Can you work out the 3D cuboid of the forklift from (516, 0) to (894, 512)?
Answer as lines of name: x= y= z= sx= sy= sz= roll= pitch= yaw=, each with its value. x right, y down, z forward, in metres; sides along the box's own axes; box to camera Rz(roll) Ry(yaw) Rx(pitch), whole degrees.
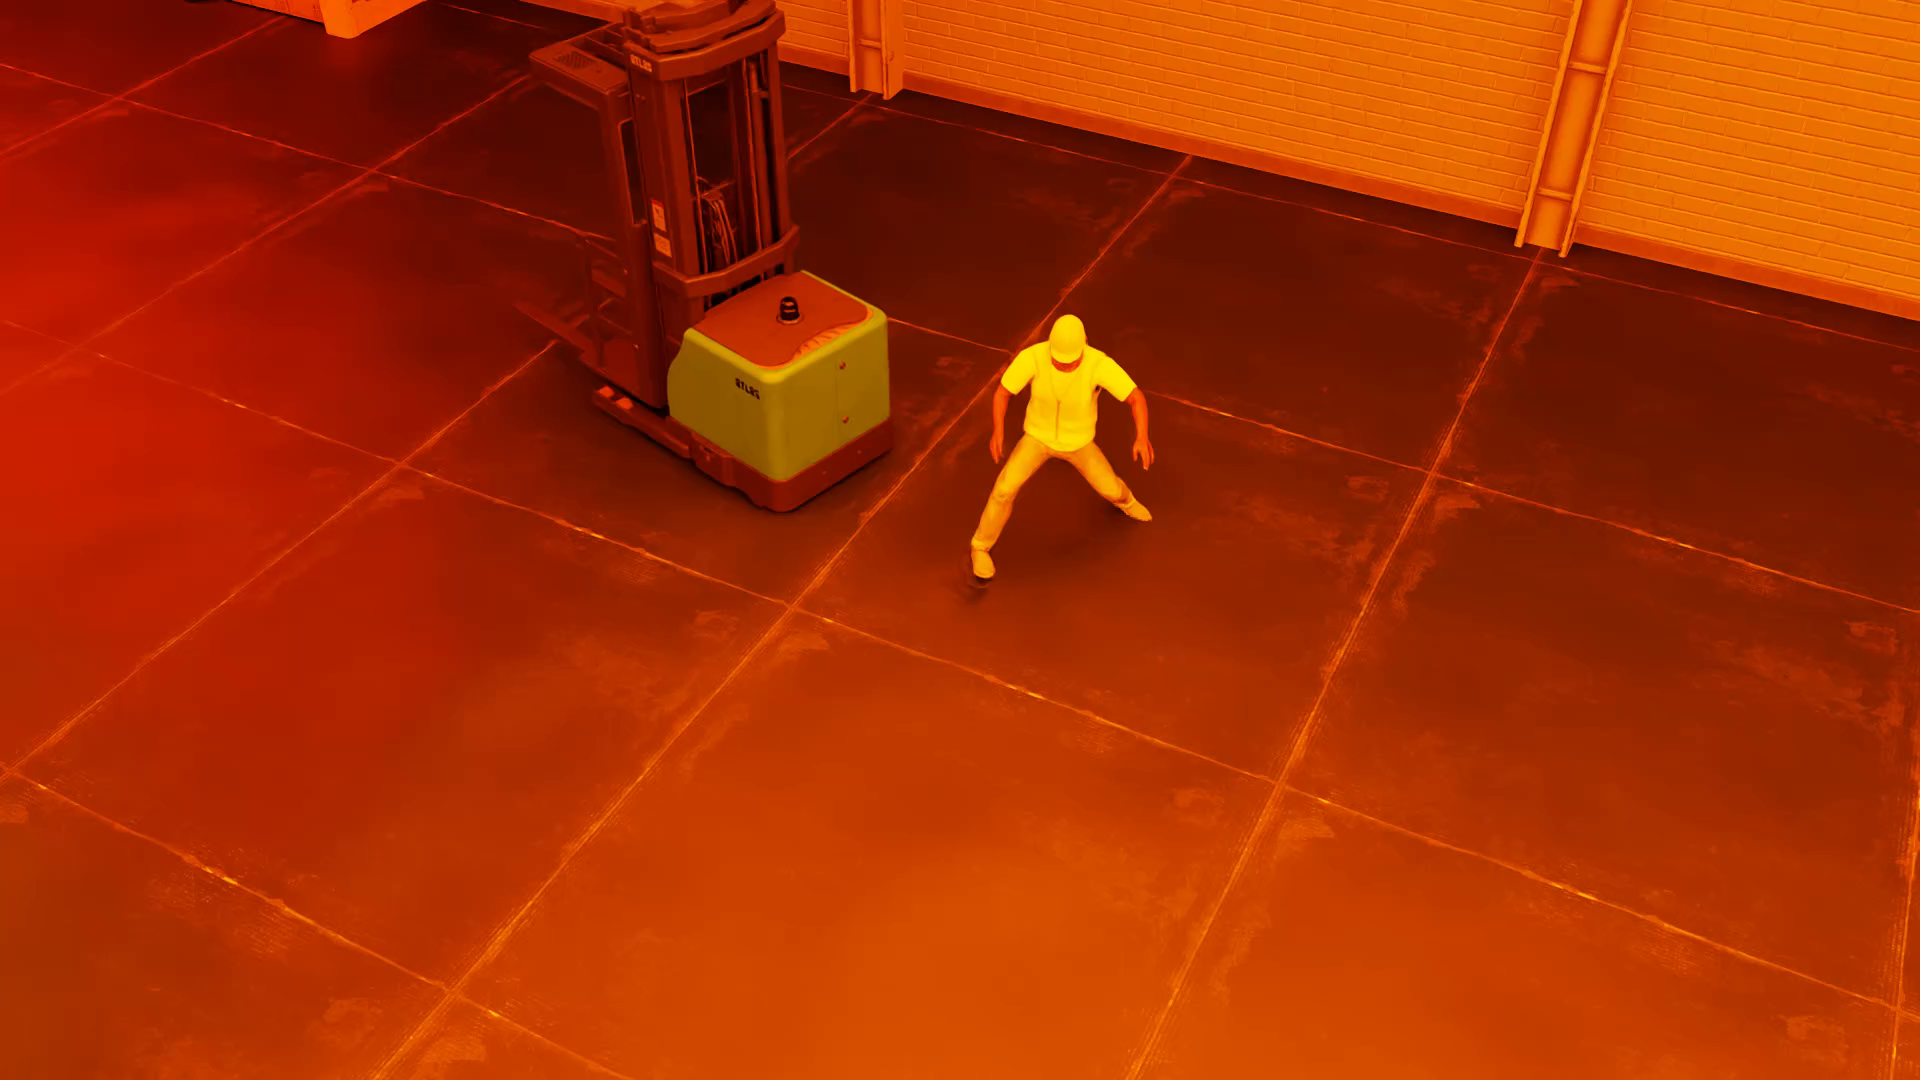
forklift: x=-1.854 y=-2.125 z=10.510 sx=3.031 sy=2.935 sz=1.130 roll=31 pitch=49 yaw=32

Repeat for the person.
person: x=0.632 y=-0.578 z=9.750 sx=1.055 sy=1.604 sz=0.969 roll=6 pitch=41 yaw=8
